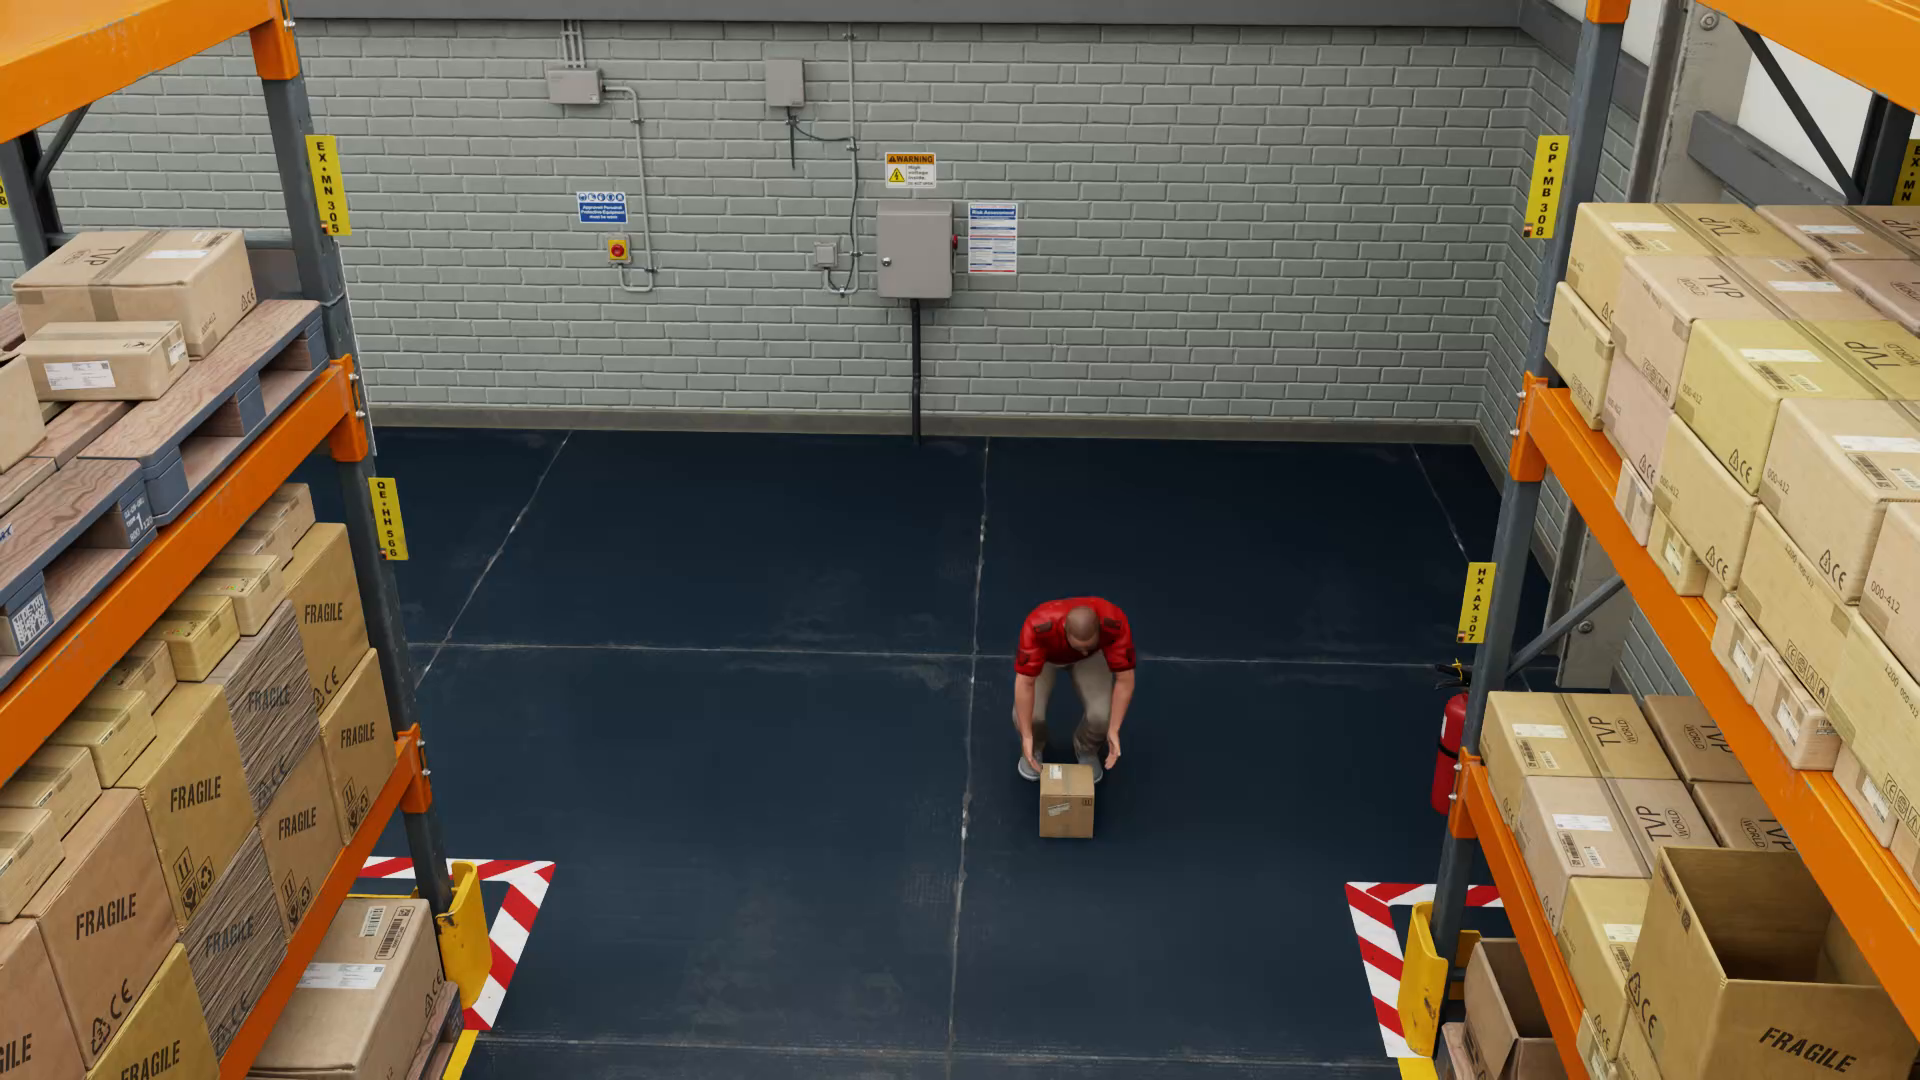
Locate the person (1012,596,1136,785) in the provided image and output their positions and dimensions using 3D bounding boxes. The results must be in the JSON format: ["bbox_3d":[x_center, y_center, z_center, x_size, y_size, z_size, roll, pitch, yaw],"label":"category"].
[{"bbox_3d":[0.541,0.664,8.014,0.577,1.142,0.823,1,28,2],"label":"person"}]
